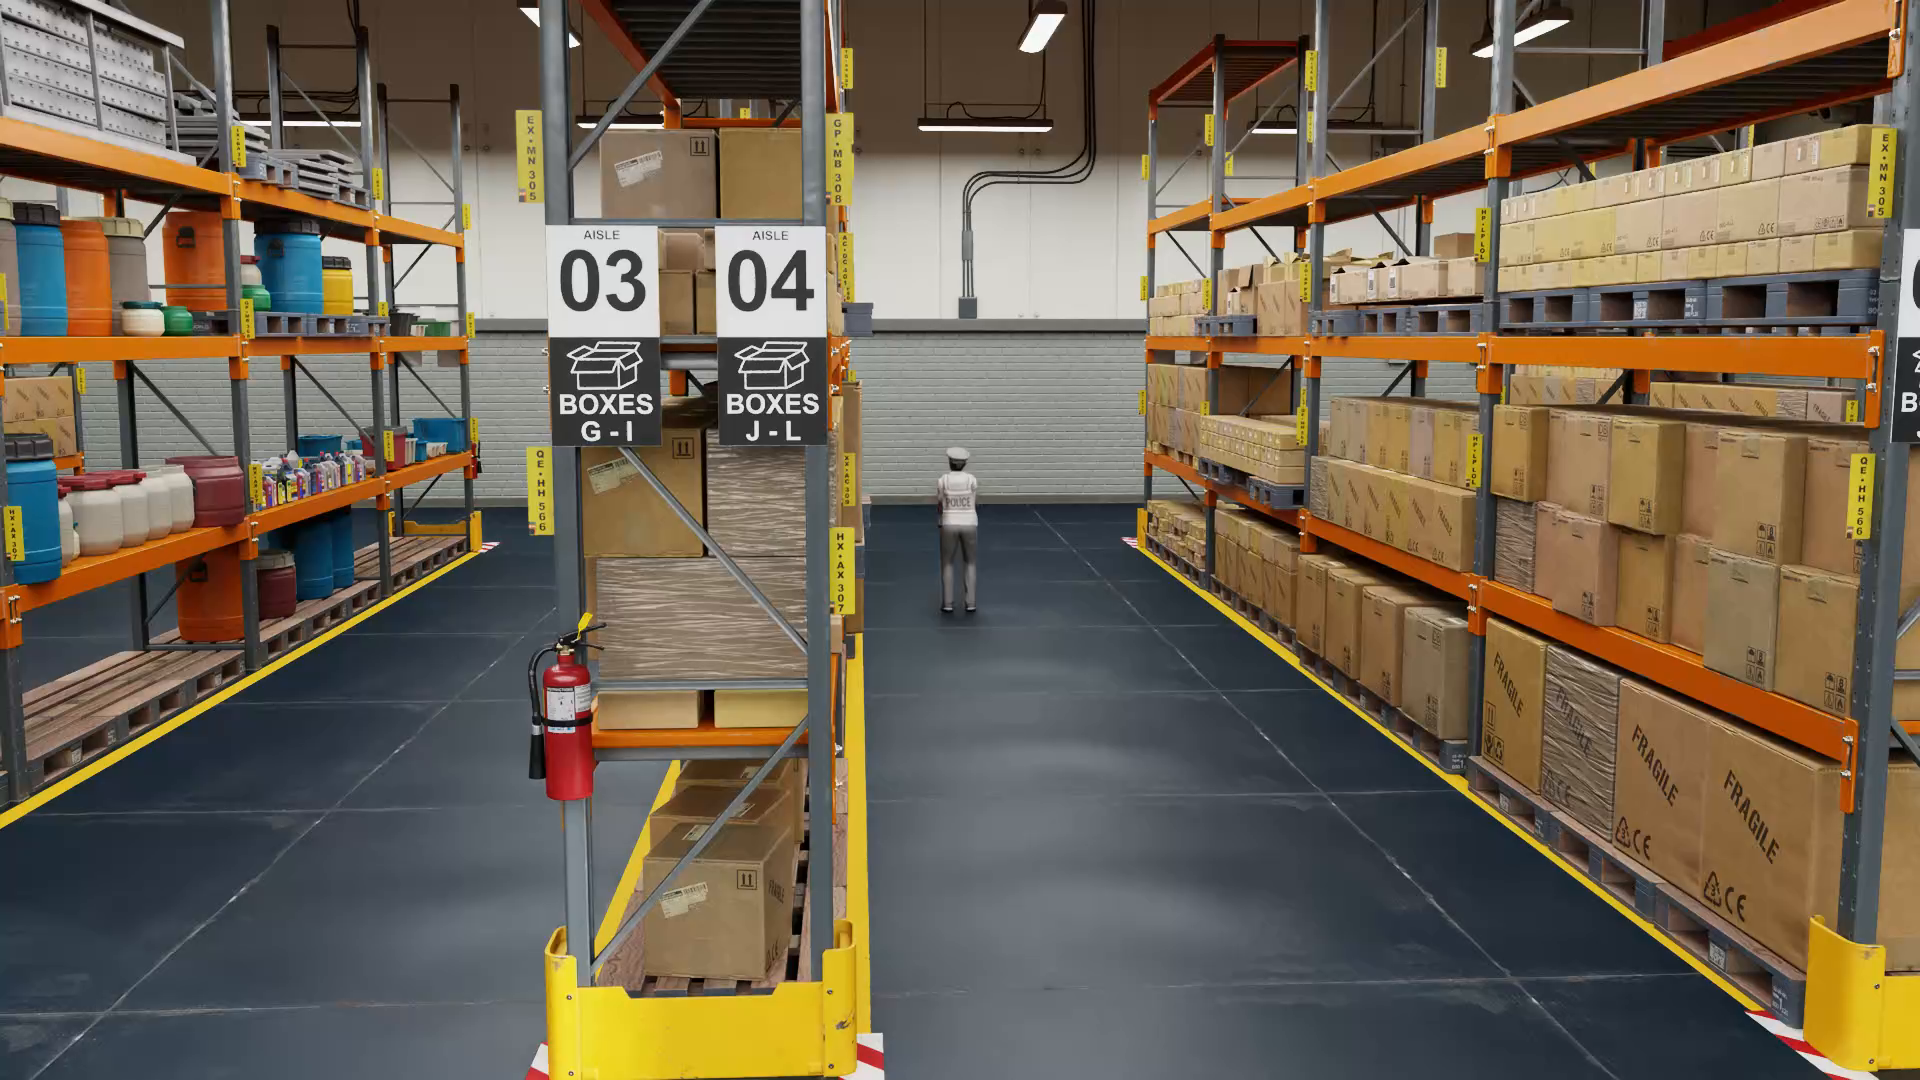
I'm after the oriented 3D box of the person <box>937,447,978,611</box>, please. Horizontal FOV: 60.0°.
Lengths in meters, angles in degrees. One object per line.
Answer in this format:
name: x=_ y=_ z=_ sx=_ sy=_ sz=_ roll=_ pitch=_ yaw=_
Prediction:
person: x=-0.029 y=-0.120 z=17.155 sx=0.423 sy=1.691 sz=0.523 roll=-1 pitch=7 yaw=-5
